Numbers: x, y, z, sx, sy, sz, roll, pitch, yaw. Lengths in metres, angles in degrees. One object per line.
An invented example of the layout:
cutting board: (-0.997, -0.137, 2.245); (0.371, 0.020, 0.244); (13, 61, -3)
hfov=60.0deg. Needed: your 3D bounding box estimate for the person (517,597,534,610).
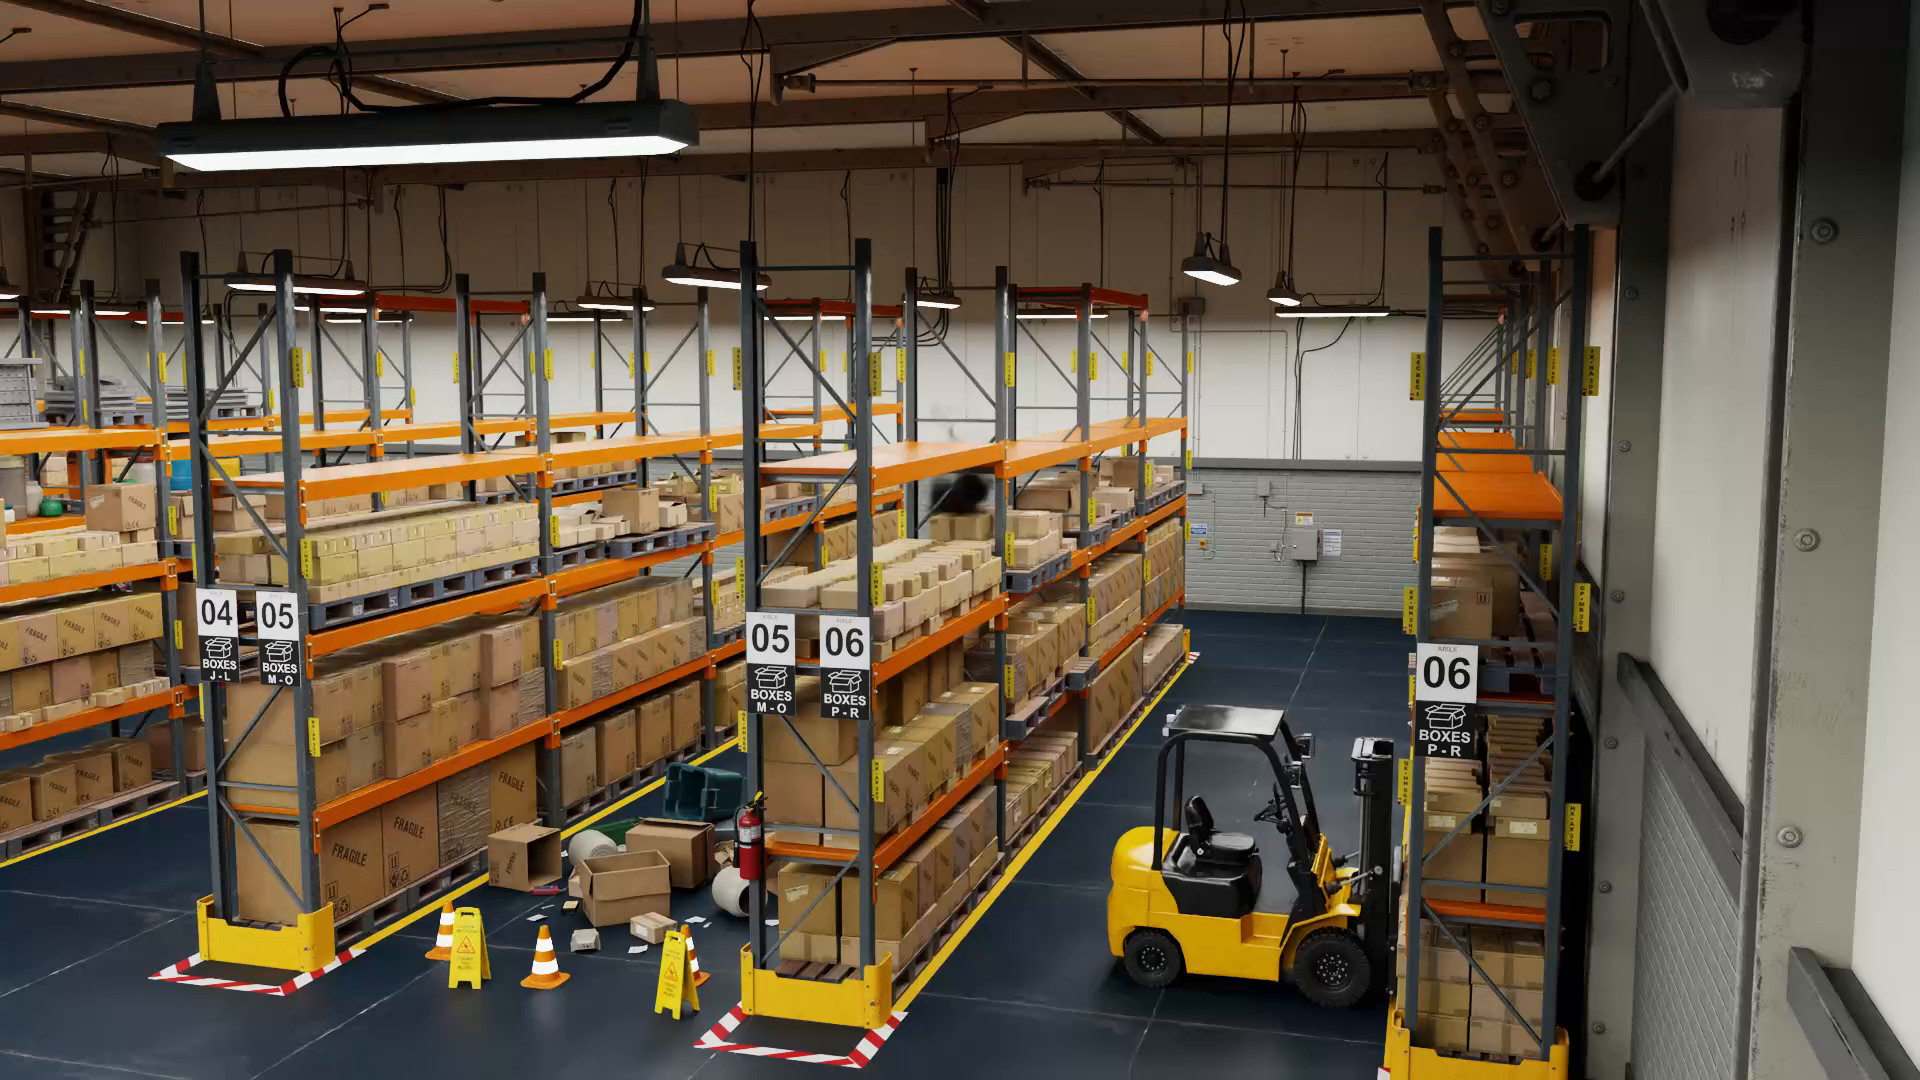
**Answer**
person: (-6.226, 1.615, 24.069); (0.658, 1.753, 0.839); (1, 6, 10)
